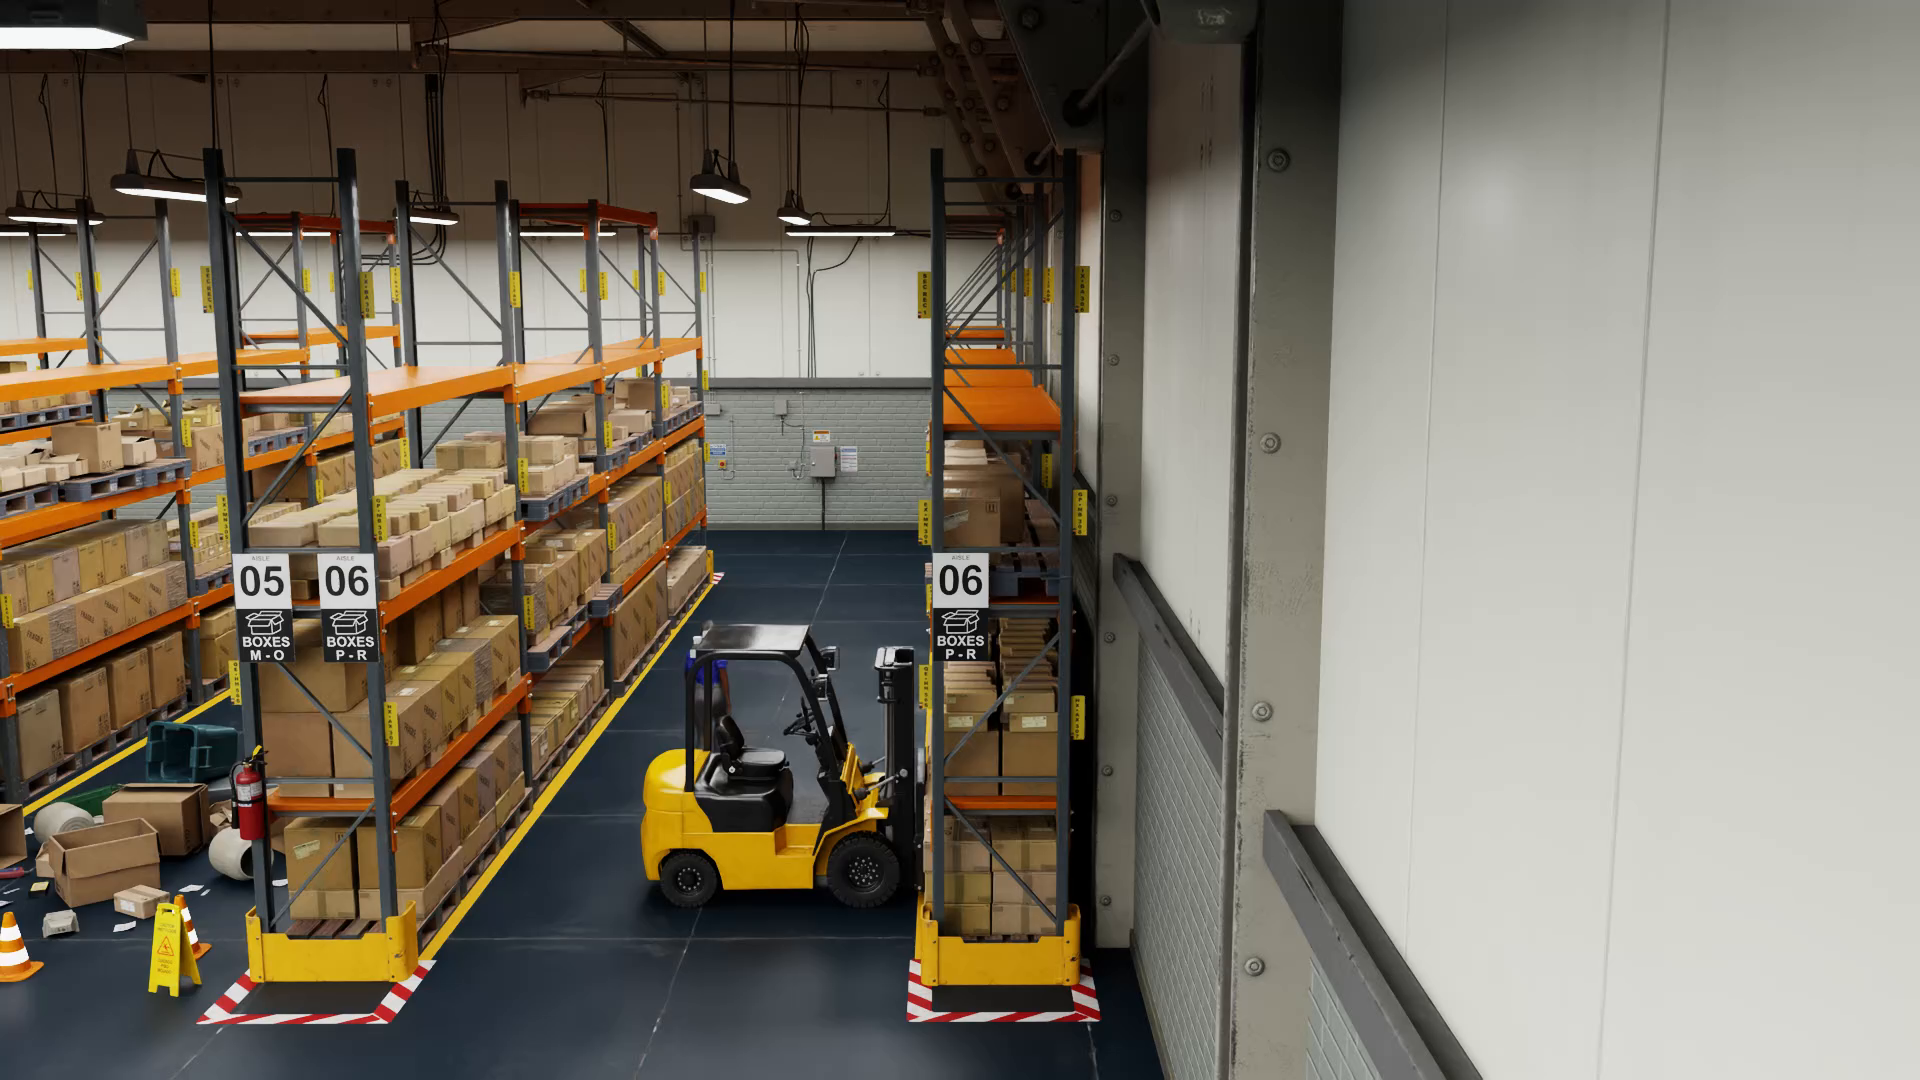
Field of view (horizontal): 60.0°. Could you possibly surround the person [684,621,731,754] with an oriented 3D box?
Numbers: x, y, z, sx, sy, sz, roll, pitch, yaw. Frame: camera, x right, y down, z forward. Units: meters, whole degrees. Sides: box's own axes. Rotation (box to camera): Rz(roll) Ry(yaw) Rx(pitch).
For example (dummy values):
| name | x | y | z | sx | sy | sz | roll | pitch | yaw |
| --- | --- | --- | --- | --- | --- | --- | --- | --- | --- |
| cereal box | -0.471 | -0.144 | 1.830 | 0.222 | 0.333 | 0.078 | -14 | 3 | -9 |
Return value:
| name | x | y | z | sx | sy | sz | roll | pitch | yaw |
| --- | --- | --- | --- | --- | --- | --- | --- | --- | --- |
| person | -2.599 | 1.685 | 17.161 | 0.502 | 1.670 | 0.742 | 0 | 9 | -3 |
